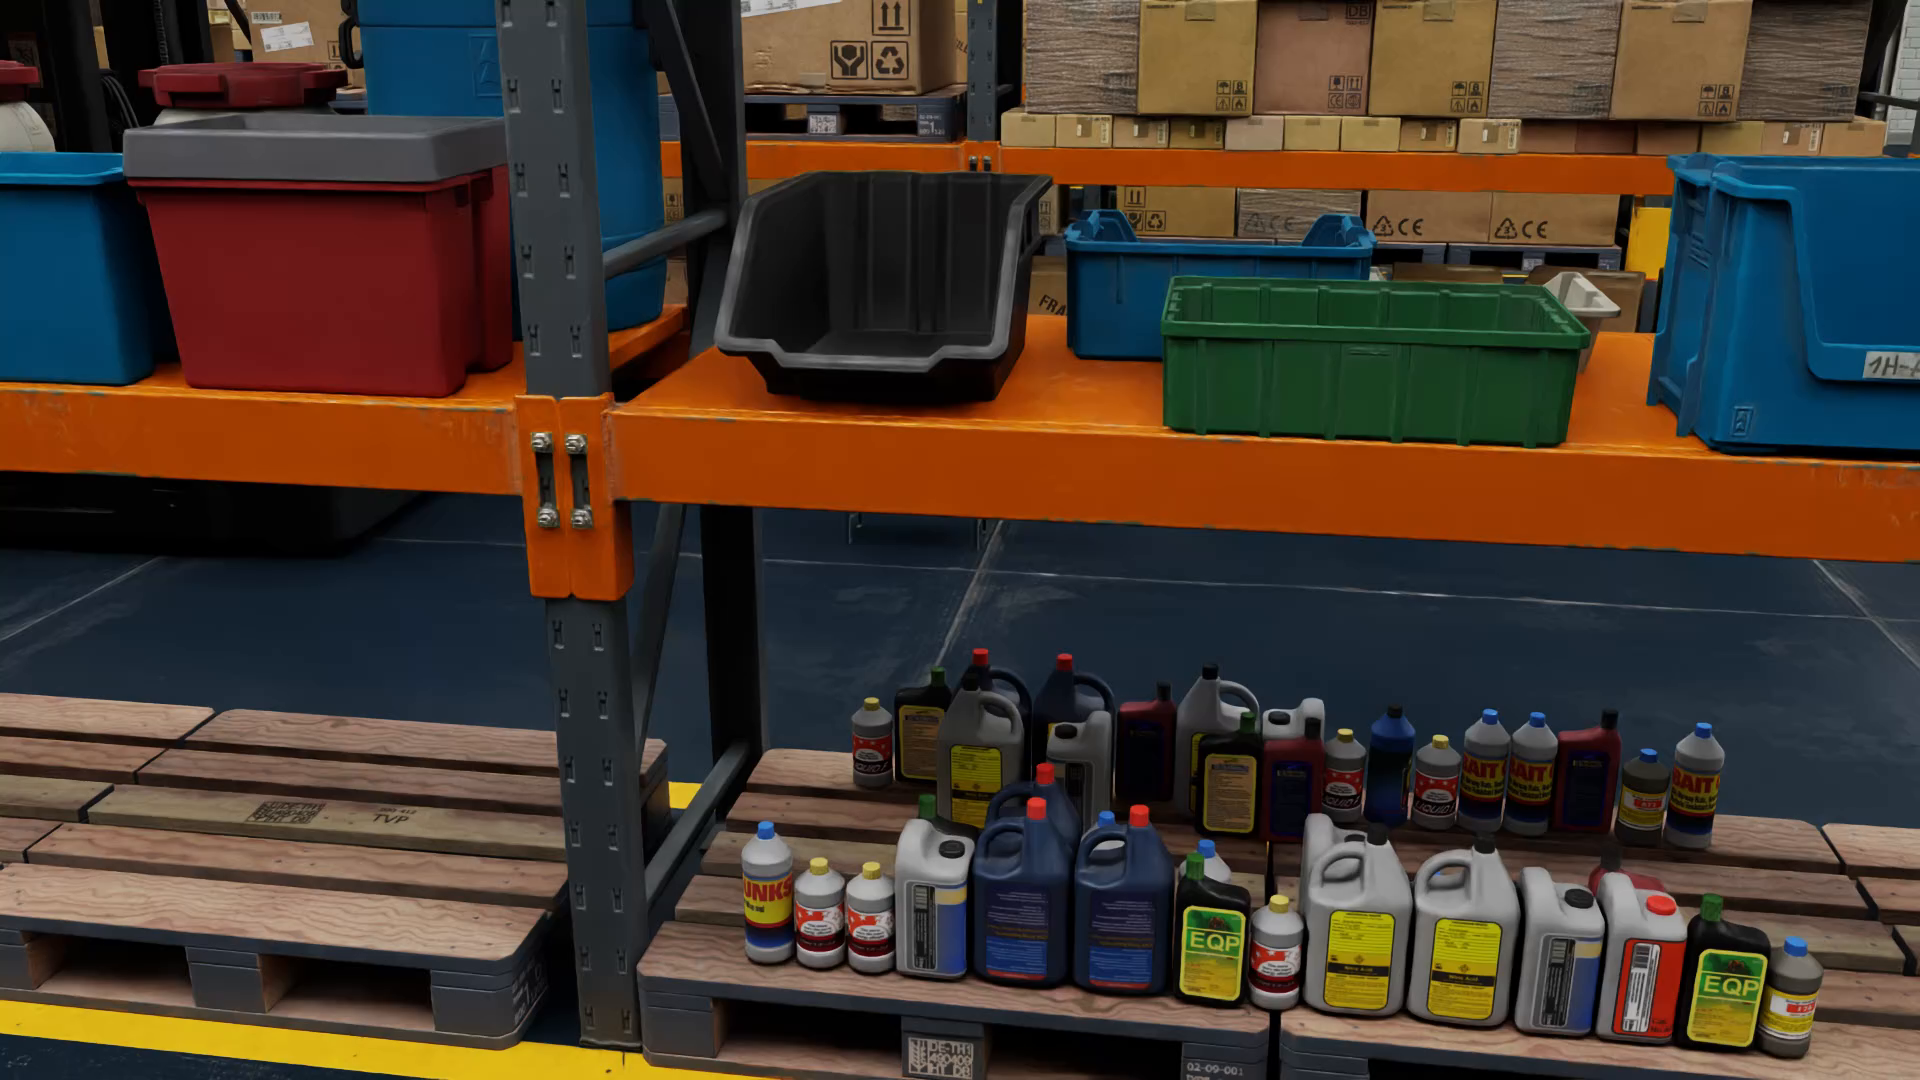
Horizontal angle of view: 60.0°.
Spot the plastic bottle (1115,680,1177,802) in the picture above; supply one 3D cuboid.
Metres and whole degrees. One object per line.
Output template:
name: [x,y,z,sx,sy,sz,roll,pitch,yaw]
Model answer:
plastic bottle: [0.426,0.455,3.803,0.133,0.283,0.061,4,19,12]

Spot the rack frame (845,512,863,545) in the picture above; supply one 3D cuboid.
rack frame: [-0.404,-0.590,6.174,0.015,1.200,0.240,3,19,9]

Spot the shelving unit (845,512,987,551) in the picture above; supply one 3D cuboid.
shelving unit: [-0.163,-0.577,6.138,0.503,1.200,0.258,3,19,9]

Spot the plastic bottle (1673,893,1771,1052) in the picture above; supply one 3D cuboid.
plastic bottle: [1.336,0.754,2.909,0.133,0.283,0.061,3,19,10]

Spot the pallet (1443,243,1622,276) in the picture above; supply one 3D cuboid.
pallet: [4.207,-2.164,12.437,1.213,0.211,1.003,3,19,9]

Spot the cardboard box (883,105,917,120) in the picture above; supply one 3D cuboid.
cardboard box: [-0.807,-6.022,22.653,0.625,0.625,0.875,4,19,10]

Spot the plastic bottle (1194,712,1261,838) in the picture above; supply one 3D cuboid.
plastic bottle: [0.586,0.510,3.640,0.133,0.283,0.061,3,19,9]

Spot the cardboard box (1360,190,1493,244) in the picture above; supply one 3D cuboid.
cardboard box: [3.460,-2.719,12.389,0.875,0.875,0.875,3,19,8]

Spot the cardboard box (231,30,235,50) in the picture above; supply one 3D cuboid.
cardboard box: [-5.755,-3.952,13.120,0.250,0.149,0.380,3,19,9]

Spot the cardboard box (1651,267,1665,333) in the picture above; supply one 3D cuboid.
cardboard box: [3.508,-0.972,7.759,0.500,0.500,0.500,7,20,19]

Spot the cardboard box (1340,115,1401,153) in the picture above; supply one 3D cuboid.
cardboard box: [1.821,-1.827,7.433,0.250,0.149,0.380,3,19,9]

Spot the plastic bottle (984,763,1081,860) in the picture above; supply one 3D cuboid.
plastic bottle: [0.141,0.602,3.259,0.185,0.351,0.144,3,19,9]

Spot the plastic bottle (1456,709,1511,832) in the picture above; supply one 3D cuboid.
plastic bottle: [1.159,0.504,3.676,0.097,0.271,0.097,0,18,0]

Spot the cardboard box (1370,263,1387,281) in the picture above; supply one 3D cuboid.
cardboard box: [1.754,-1.071,8.054,0.500,0.500,0.500,1,19,4]

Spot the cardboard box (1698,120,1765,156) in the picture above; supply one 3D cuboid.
cardboard box: [3.306,-1.761,7.236,0.250,0.149,0.380,3,19,9]

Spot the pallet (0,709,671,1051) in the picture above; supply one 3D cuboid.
pallet: [-1.394,0.724,3.807,1.213,0.211,1.003,3,19,9]

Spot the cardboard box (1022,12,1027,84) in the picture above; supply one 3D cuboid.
cardboard box: [0.502,-3.662,12.362,0.500,0.500,0.500,3,19,8]

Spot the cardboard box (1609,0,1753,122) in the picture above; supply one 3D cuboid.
cardboard box: [3.071,-2.134,7.327,0.500,0.500,0.875,3,19,9]

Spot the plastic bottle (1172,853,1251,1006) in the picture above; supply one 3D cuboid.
plastic bottle: [0.461,0.710,3.042,0.133,0.283,0.061,4,19,11]

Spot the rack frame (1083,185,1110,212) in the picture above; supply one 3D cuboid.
rack frame: [1.059,-3.672,12.550,0.127,3.000,1.000,3,19,9]

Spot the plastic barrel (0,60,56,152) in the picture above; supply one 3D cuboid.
plastic barrel: [-2.247,-0.789,3.721,0.433,0.535,0.433,0,18,0]

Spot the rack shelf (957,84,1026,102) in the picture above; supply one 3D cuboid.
rack shelf: [-0.915,-3.431,12.964,4.000,0.370,1.077,3,19,9]

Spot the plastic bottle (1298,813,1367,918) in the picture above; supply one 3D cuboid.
plastic bottle: [0.723,0.666,3.186,0.135,0.276,0.152,3,19,9]

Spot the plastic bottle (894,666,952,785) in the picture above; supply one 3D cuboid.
plastic bottle: [-0.085,0.429,3.881,0.133,0.283,0.061,4,19,11]

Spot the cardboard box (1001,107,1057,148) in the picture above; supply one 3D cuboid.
cardboard box: [0.338,-1.899,7.646,0.250,0.149,0.380,3,19,9]

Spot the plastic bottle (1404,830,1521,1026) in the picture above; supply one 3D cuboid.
plastic bottle: [0.908,0.687,3.003,0.185,0.351,0.144,4,19,11]

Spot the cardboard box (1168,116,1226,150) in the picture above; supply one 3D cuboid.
cardboard box: [1.082,-1.869,7.556,0.250,0.149,0.380,3,19,9]

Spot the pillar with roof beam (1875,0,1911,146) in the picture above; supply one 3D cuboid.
pillar with roof beam: [11.175,-8.093,16.309,0.400,9.000,9.100,3,19,9]

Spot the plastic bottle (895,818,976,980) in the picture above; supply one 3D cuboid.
plastic bottle: [-0.044,0.673,3.164,0.135,0.276,0.152,4,19,11]

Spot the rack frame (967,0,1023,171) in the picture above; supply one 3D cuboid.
rack frame: [0.173,-2.123,7.921,0.127,3.000,1.000,3,19,9]

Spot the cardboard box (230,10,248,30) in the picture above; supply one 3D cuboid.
cardboard box: [-5.489,-4.080,13.036,0.250,0.149,0.380,4,19,11]

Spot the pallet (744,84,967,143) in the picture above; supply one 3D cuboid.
pallet: [-0.559,-2.116,8.202,1.213,0.211,1.003,3,19,9]

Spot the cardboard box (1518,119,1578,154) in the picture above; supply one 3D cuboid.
cardboard box: [2.571,-1.810,7.381,0.250,0.149,0.380,3,19,9]

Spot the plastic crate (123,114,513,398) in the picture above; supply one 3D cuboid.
plastic crate: [-1.139,-0.530,3.059,0.583,0.464,0.402,3,19,9]

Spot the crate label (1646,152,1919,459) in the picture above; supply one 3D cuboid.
crate label: [1.477,-0.395,2.699,0.616,0.435,0.502,3,19,9]

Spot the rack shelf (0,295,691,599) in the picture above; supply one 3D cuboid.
rack shelf: [-2.587,-0.331,3.698,4.000,0.370,1.077,3,19,9]

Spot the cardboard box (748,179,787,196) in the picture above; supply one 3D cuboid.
cardboard box: [-1.439,-2.904,13.137,0.750,0.750,1.050,3,19,9]

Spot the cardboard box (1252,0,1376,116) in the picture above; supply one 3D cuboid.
cardboard box: [1.605,-2.240,7.643,0.500,0.500,0.875,3,19,9]

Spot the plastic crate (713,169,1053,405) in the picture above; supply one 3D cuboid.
plastic crate: [-0.116,-0.476,3.095,0.504,0.338,0.767,3,19,9]

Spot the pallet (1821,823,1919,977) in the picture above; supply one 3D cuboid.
pallet: [2.453,0.921,3.218,1.213,0.211,1.003,3,19,9]

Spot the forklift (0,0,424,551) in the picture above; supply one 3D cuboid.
forklift: [-3.663,-1.537,6.278,3.031,2.935,1.130,2,19,7]

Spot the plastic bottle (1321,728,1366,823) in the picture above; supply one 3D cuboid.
plastic bottle: [0.858,0.522,3.733,0.097,0.201,0.097,0,18,0]

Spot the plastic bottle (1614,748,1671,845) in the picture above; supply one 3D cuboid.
plastic bottle: [1.494,0.554,3.636,0.097,0.201,0.097,0,18,0]

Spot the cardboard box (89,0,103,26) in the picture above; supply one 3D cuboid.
cardboard box: [-4.496,-2.889,8.472,0.637,0.503,0.797,4,19,11]

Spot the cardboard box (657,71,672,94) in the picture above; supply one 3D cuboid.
cardboard box: [-1.553,-2.429,8.012,0.637,0.503,0.797,5,19,14]

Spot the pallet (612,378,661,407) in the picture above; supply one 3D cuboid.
pallet: [-1.804,-0.900,8.660,1.213,0.211,1.003,3,19,9]

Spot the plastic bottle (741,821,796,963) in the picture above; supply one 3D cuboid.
plastic bottle: [-0.368,0.667,3.188,0.097,0.271,0.097,0,18,0]

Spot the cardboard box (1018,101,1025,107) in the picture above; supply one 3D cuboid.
cardboard box: [0.432,-2.085,8.203,0.250,0.149,0.380,3,19,9]

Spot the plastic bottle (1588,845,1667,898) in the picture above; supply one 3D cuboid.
plastic bottle: [1.226,0.700,3.072,0.133,0.283,0.061,3,19,9]
